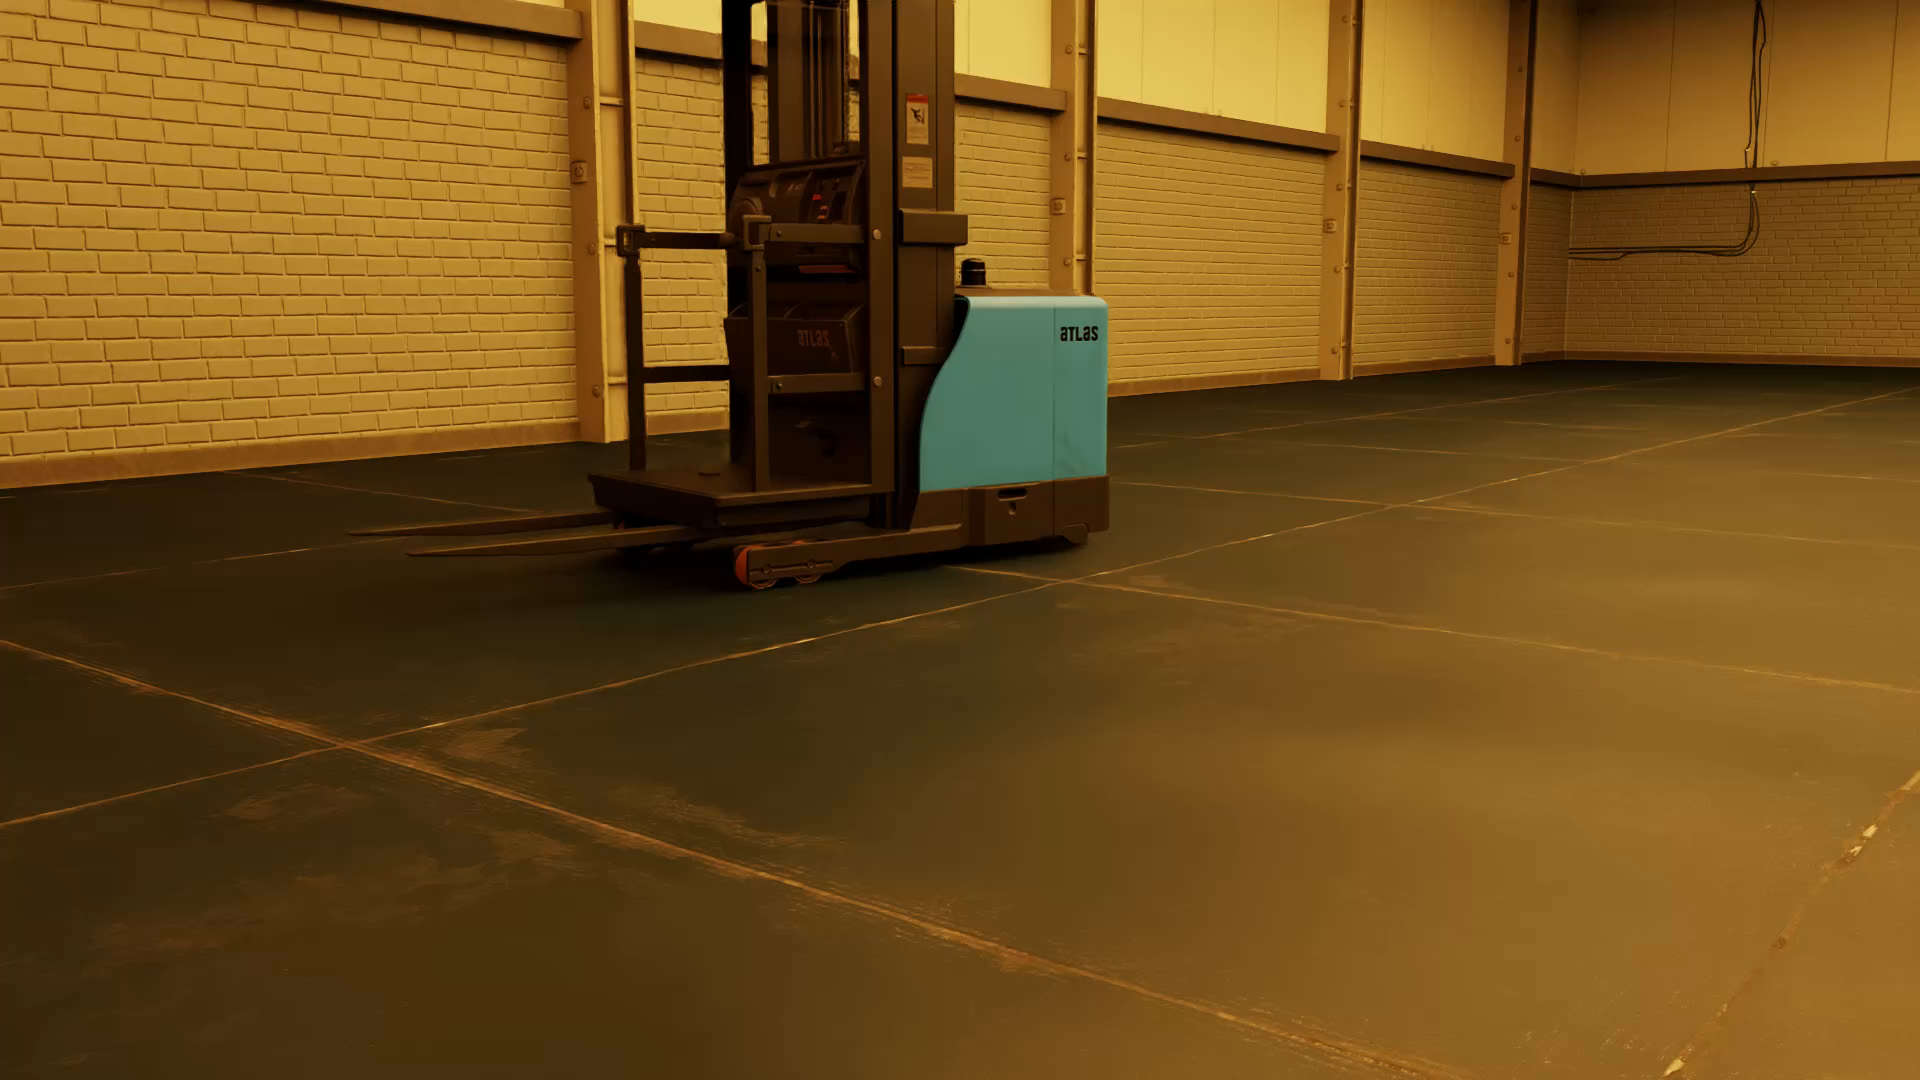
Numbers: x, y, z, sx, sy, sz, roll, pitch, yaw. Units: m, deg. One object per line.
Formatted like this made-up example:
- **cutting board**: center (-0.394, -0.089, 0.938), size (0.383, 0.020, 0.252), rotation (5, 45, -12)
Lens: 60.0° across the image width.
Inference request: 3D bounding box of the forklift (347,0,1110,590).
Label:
- **forklift**: center (-0.828, -1.352, 6.525), size (3.031, 2.935, 1.130), rotation (-6, 10, -37)
